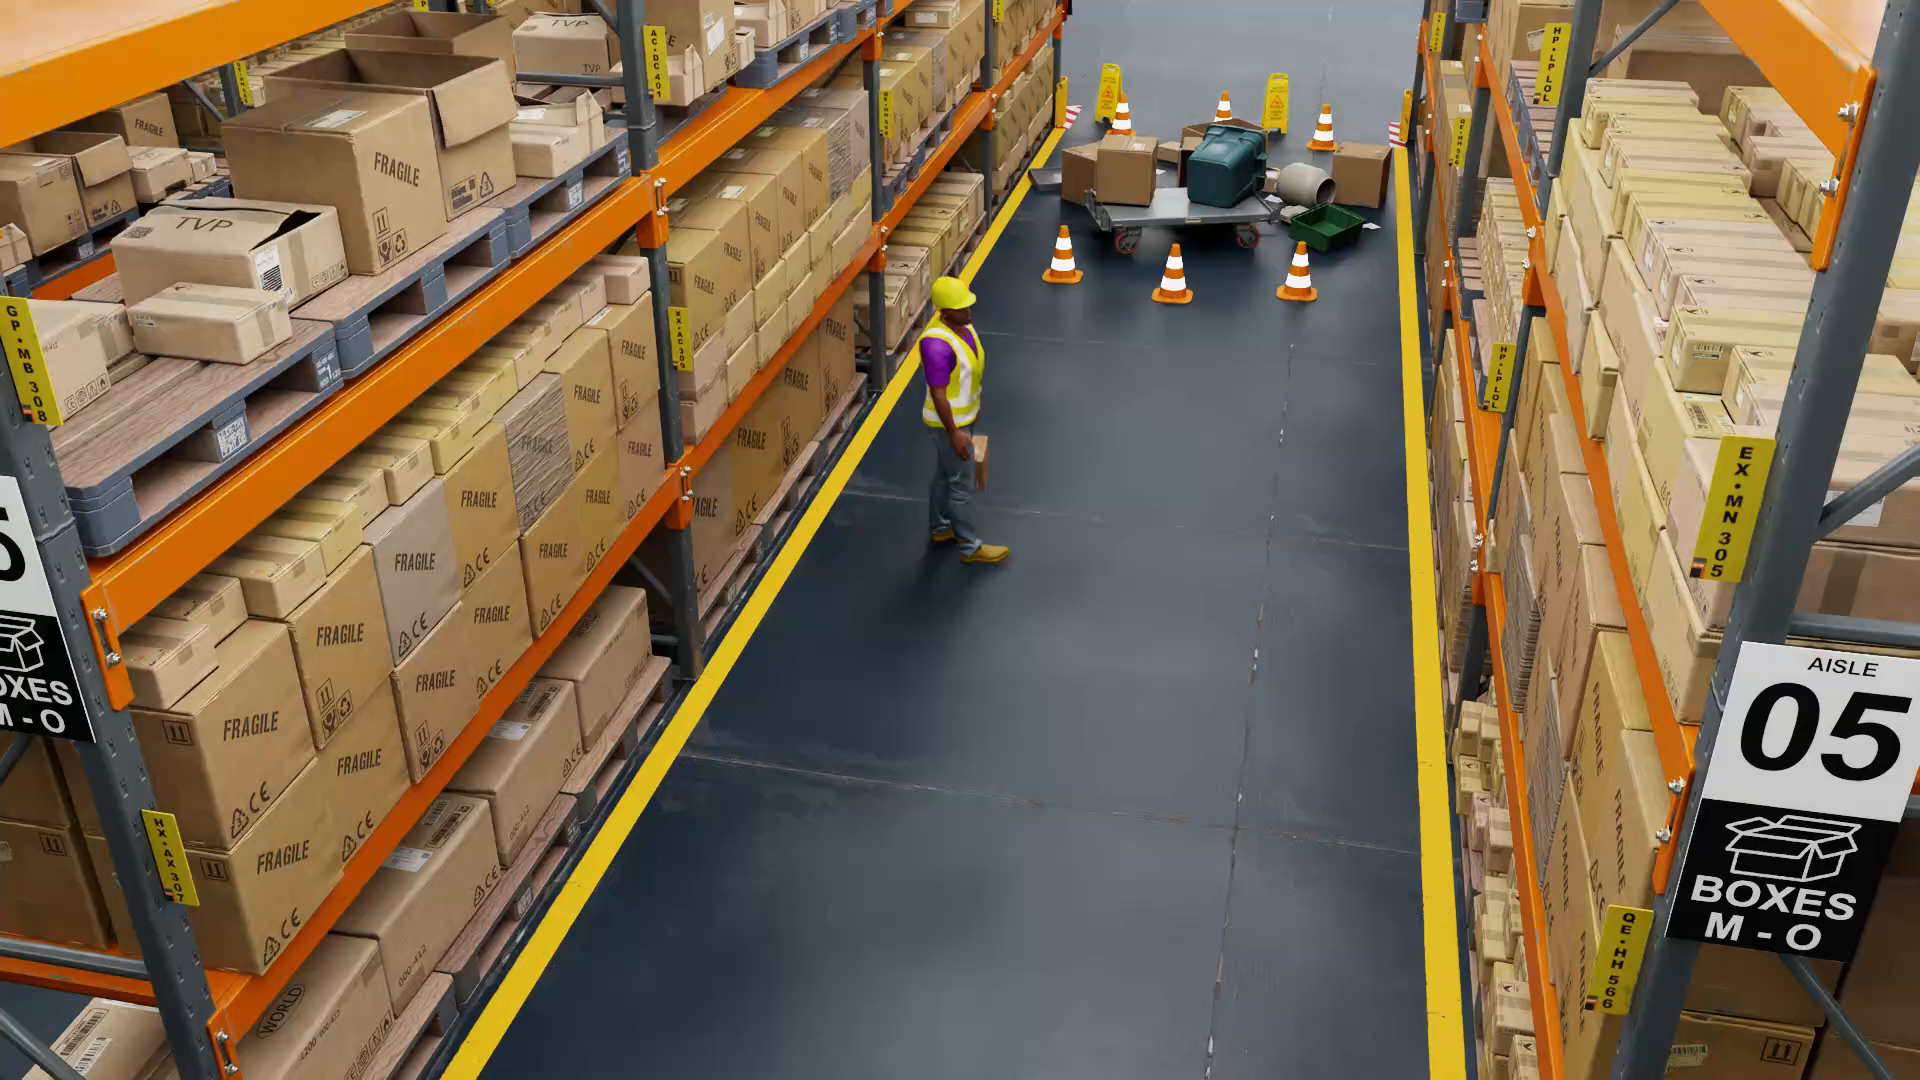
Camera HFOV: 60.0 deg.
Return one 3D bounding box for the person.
[{"bbox_3d":[0.055,-0.711,9.847,0.549,1.765,0.632,6,29,10],"label":"person"}]
